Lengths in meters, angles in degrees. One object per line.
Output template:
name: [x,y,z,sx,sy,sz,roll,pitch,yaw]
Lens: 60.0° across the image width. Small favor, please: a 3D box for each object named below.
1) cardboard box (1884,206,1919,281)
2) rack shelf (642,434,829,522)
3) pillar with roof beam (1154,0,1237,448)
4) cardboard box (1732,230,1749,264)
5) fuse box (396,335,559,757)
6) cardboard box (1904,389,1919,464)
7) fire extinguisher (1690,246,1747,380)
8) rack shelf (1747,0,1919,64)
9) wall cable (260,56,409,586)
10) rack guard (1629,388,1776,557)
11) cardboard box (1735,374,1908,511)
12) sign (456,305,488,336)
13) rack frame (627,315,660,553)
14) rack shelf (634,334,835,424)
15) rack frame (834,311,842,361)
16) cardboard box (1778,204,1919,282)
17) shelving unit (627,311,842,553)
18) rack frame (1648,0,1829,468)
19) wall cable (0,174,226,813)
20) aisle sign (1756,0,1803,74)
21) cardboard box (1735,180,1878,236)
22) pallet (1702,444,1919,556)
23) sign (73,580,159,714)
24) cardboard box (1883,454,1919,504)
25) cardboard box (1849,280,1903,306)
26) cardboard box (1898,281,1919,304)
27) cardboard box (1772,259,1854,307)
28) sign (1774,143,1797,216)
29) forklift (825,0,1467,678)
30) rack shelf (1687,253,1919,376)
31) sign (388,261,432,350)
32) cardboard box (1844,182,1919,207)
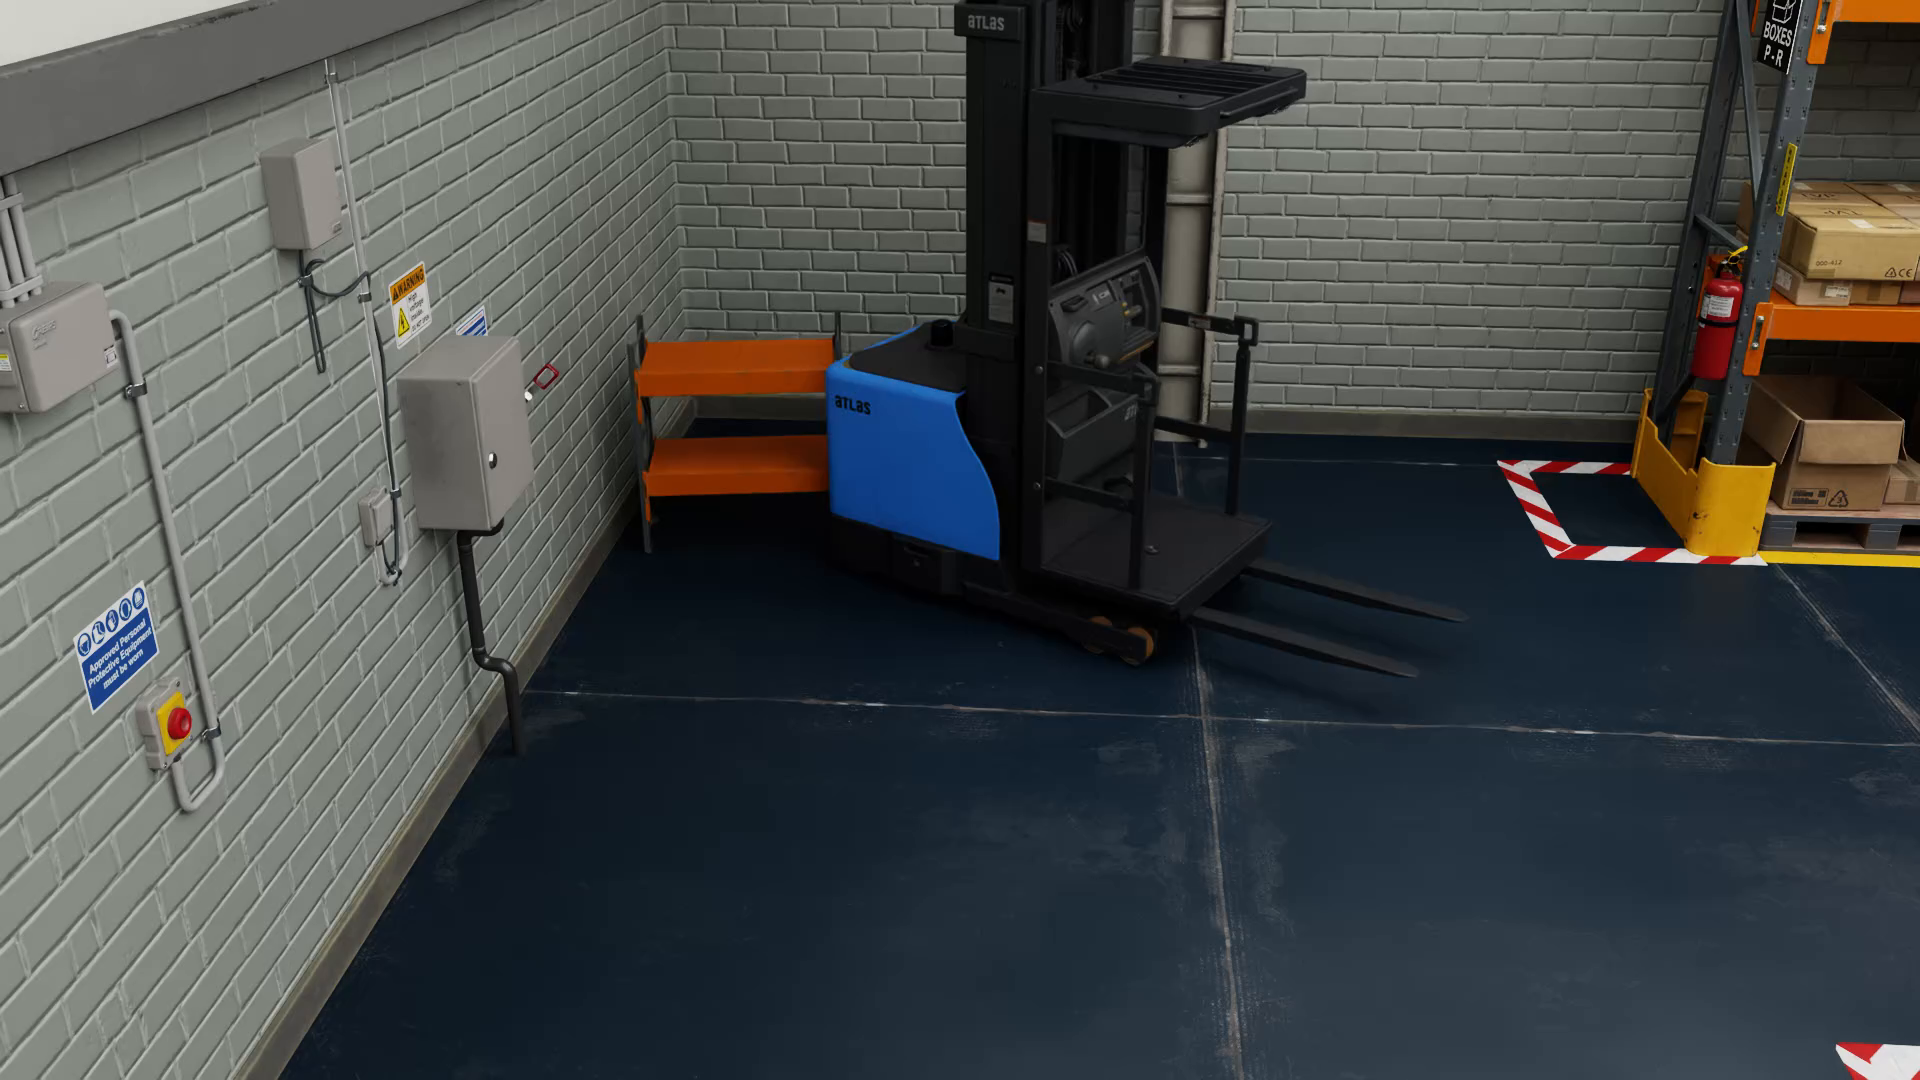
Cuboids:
cardboard box: [4.847,-1.447,8.131,0.500,0.250,0.500,2,25,5]
rack shelf: [-1.127,-0.341,8.730,1.000,0.278,0.538,-2,25,-4]
pillar with roof beam: [0.964,-2.916,4.322,0.400,9.000,9.100,2,25,4]
cardboard box: [4.264,-1.510,8.744,0.250,0.149,0.380,2,25,3]
fuse box: [-1.781,0.089,6.509,0.414,1.711,0.539,2,25,4]
cardboard box: [5.365,-0.476,8.684,0.500,0.500,0.700,3,25,6]
fire extinguisher: [3.731,-1.131,8.158,0.183,0.674,0.296,2,25,4]
rack shelf: [5.907,-2.495,7.856,4.000,0.370,1.077,2,25,4]
wall cable: [-1.990,-0.678,5.420,0.122,1.984,0.588,2,25,4]
rack guard: [3.989,-0.385,8.989,0.348,0.500,1.175,2,25,4]
cardboard box: [4.515,-0.521,8.778,0.637,0.503,0.797,1,25,2]
sign: [-1.950,-0.665,6.721,0.001,0.494,0.329,2,25,4]
rack frame: [-1.634,-0.547,8.594,0.032,1.125,0.500,-2,25,-4]
rack shelf: [-1.127,-0.829,8.506,1.000,0.278,0.538,-2,25,-4]
rack frame: [-0.620,-0.579,8.663,0.032,1.125,0.500,-2,25,-4]
cardboard box: [4.345,-1.463,8.165,0.500,0.250,0.500,2,25,4]
shelving unit: [-1.127,-0.563,8.628,1.048,1.125,0.538,-2,25,-4]
rack frame: [3.913,-1.523,8.472,0.127,3.000,1.000,2,25,4]
wall cable: [-2.087,-0.101,4.128,0.123,1.953,0.585,2,25,4]
aisle sign: [3.822,-2.584,7.667,0.004,0.787,0.394,2,25,4]
cardboard box: [4.392,-1.686,8.649,0.500,0.250,0.500,3,25,6]
pallet: [4.784,-0.229,8.995,1.213,0.211,1.003,2,25,4]
sign: [-2.152,0.270,4.251,0.001,0.218,0.327,2,25,4]
cardboard box: [4.936,-0.330,8.787,0.250,0.149,0.380,1,25,2]
cardboard box: [4.477,-1.295,8.277,0.250,0.149,0.380,2,25,5]
cardboard box: [4.741,-1.301,8.290,0.250,0.149,0.380,2,25,3]
cardboard box: [4.220,-1.284,8.253,0.250,0.149,0.380,2,25,4]
sign: [3.871,-1.690,7.799,0.005,0.325,0.100,2,25,4]
forklift: [0.838,-1.022,7.464,3.031,2.935,1.130,16,29,30]
rack shelf: [5.907,-1.132,8.483,4.000,0.370,1.077,2,25,4]
sign: [-1.992,-0.855,6.031,0.001,0.242,0.339,2,25,4]
cardboard box: [4.906,-1.669,8.613,0.500,0.250,0.500,2,25,4]
